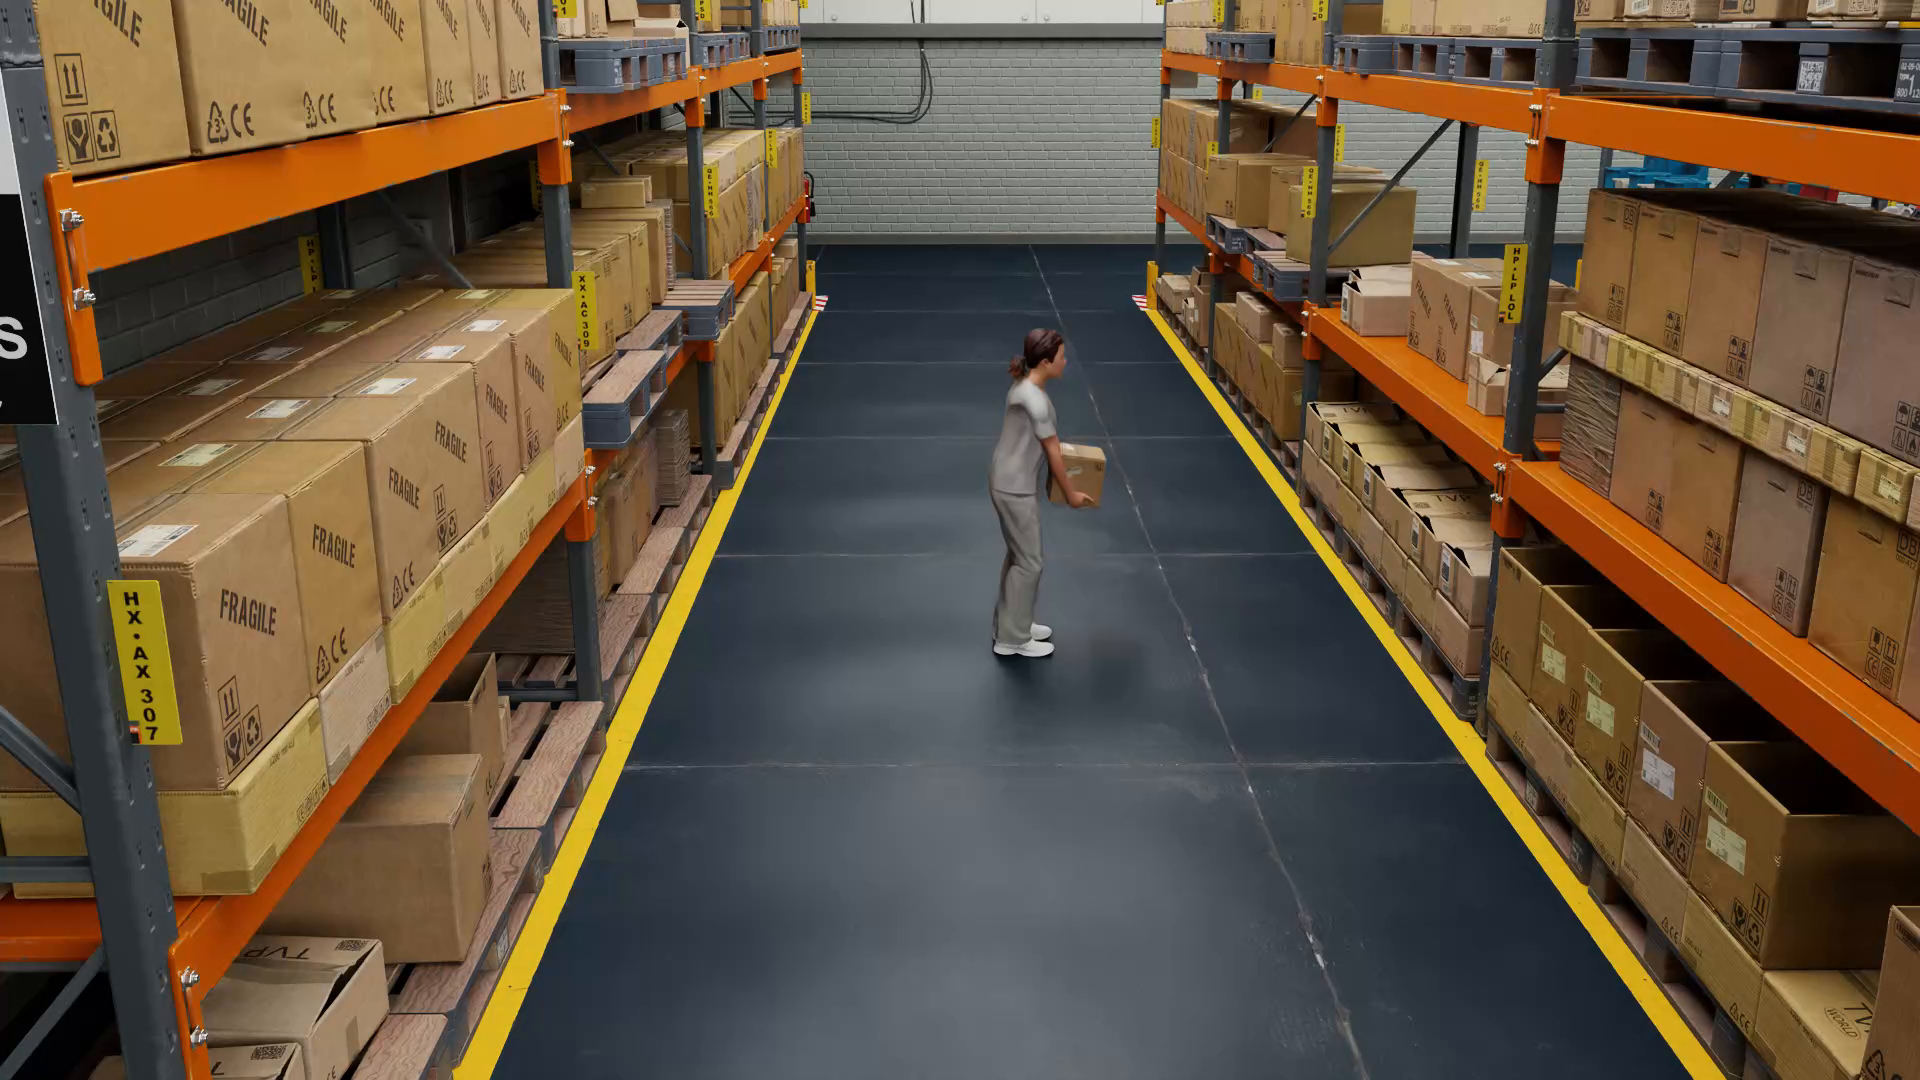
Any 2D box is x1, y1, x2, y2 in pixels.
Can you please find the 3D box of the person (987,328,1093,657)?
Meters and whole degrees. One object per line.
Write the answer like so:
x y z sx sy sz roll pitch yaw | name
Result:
0.398 -0.245 8.381 0.521 1.658 0.409 -1 17 -2 | person
